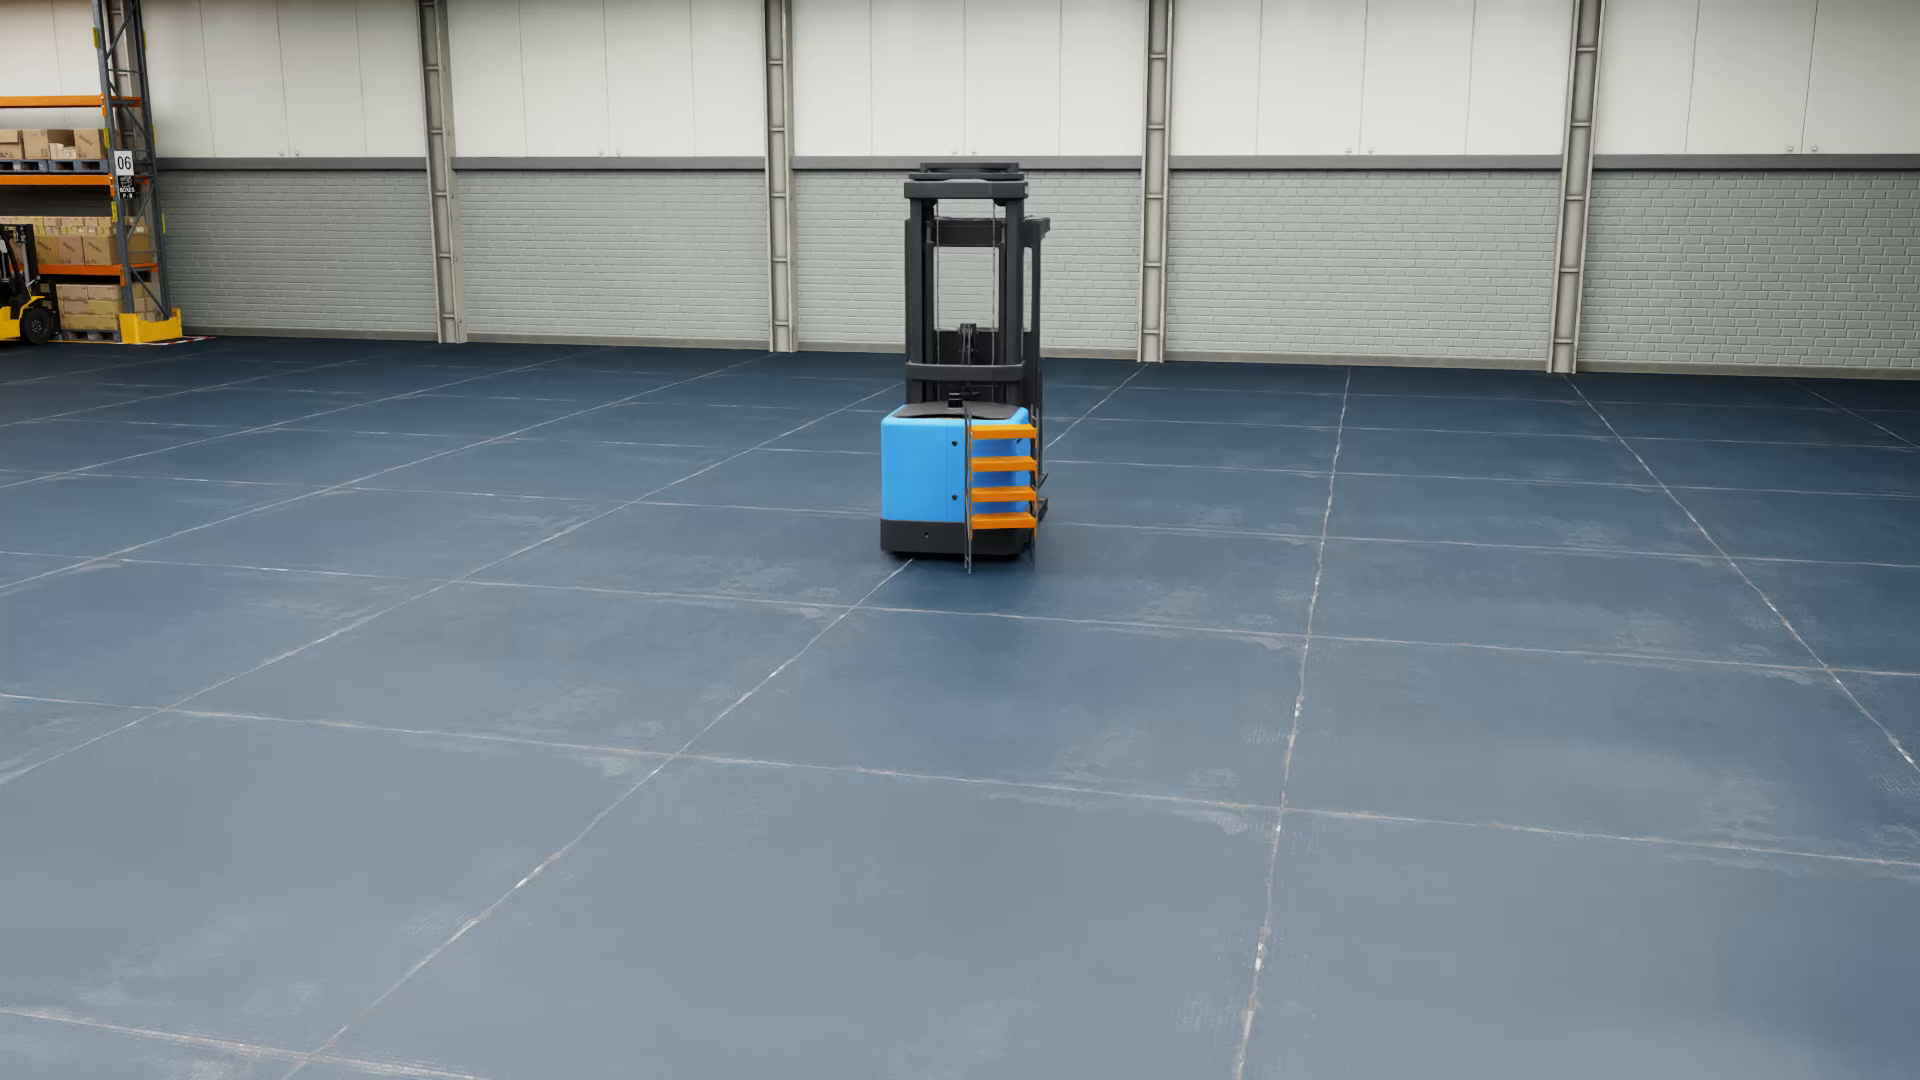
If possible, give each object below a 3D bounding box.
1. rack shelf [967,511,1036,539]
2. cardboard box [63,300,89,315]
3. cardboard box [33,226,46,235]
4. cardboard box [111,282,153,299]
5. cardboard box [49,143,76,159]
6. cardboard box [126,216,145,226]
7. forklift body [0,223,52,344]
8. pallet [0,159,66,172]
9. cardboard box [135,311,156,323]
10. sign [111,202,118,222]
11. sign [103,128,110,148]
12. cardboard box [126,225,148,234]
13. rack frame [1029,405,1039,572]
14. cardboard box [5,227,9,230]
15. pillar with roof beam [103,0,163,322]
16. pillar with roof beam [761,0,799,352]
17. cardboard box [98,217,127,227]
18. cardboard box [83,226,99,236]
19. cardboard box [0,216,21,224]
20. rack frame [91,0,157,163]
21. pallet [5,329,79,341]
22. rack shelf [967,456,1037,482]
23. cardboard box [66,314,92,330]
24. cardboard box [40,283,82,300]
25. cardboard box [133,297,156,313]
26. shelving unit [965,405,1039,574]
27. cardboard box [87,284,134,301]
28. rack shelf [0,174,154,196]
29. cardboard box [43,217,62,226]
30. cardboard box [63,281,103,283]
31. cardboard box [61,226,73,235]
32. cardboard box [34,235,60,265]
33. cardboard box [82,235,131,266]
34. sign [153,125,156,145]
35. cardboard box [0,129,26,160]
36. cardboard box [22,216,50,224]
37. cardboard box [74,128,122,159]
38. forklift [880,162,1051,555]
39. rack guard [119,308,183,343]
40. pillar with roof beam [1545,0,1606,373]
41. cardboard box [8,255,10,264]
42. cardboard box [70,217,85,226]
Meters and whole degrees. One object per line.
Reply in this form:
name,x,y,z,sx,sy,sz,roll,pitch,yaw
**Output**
rack shelf,0.300,-0.111,12.190,0.480,0.148,0.258,-2,13,-8
cardboard box,-15.089,-4.039,28.737,0.500,0.250,0.500,3,13,13
cardboard box,-15.712,-5.330,28.606,0.250,0.149,0.380,3,13,14
cardboard box,-14.479,-4.360,29.030,0.500,0.250,0.500,3,13,13
cardboard box,-15.181,-6.589,28.193,0.258,0.266,0.396,3,13,14
cardboard box,-14.332,-5.517,28.762,0.250,0.149,0.380,3,13,12
forklift body,-16.336,-4.245,27.401,1.214,2.155,2.313,3,13,14
pallet,-15.926,-6.471,28.752,1.213,0.211,1.003,3,13,14
cardboard box,-14.487,-3.874,29.147,0.500,0.250,0.500,3,13,14
sign,-14.201,-5.512,27.932,0.005,0.325,0.100,3,13,14
sign,-14.201,-6.689,27.671,0.005,0.325,0.100,3,13,14
cardboard box,-14.325,-5.382,28.838,0.250,0.149,0.380,3,13,12
rack frame,0.542,-0.378,12.165,0.015,1.200,0.240,-2,13,-8
cardboard box,-16.459,-5.373,28.798,0.250,0.149,0.380,3,13,12
pillar with roof beam,-15.549,-7.194,24.881,0.400,9.000,9.100,3,13,14
pillar with roof beam,-3.898,-6.571,22.074,0.400,9.000,9.100,3,13,14
cardboard box,-14.456,-5.429,28.365,0.250,0.149,0.380,3,13,14
cardboard box,-14.716,-5.276,28.360,0.250,0.149,0.380,3,13,14
cardboard box,-16.433,-5.534,28.835,0.250,0.149,0.380,3,13,13
rack frame,-14.057,-7.873,27.944,0.127,3.000,1.000,3,13,14
pallet,-15.991,-3.678,29.323,1.213,0.211,1.003,3,13,14
rack shelf,0.300,-0.523,12.098,0.480,0.148,0.258,-2,13,-8
cardboard box,-15.070,-3.793,28.782,0.500,0.250,0.500,3,13,14
cardboard box,-15.569,-4.303,28.773,0.500,0.250,0.500,3,13,14
cardboard box,-14.464,-4.119,29.099,0.500,0.250,0.500,3,13,15
shelving unit,0.300,-0.370,12.132,0.503,1.200,0.258,-2,13,-8
cardboard box,-14.579,-4.254,28.550,0.500,0.250,0.500,4,13,15
rack shelf,-15.999,-6.161,28.815,4.000,0.370,1.077,3,13,14
cardboard box,-15.466,-5.462,28.513,0.250,0.149,0.380,3,13,15
cardboard box,-15.448,-4.413,29.271,0.500,0.250,0.500,3,13,13
cardboard box,-15.192,-5.318,28.548,0.250,0.149,0.380,3,13,13
cardboard box,-15.597,-5.019,28.699,0.500,0.500,0.500,3,13,12
cardboard box,-14.598,-4.964,28.450,0.500,0.500,0.500,3,13,12
sign,-13.919,-6.991,28.691,0.005,0.325,0.100,3,13,14
cardboard box,-16.075,-6.797,28.582,0.637,0.503,0.797,3,13,15
cardboard box,-15.946,-5.508,28.718,0.250,0.149,0.380,3,13,14
cardboard box,-14.546,-6.683,28.075,0.500,0.500,0.500,3,13,15
forklift,0.143,-1.585,13.611,1.130,2.935,3.031,2,13,9
rack guard,-14.034,-3.723,28.859,0.348,0.500,1.175,3,13,14
pillar with roof beam,7.752,-5.948,19.267,0.400,9.000,9.100,3,13,14
cardboard box,-16.571,-5.073,28.944,0.500,0.500,0.500,3,13,13
cardboard box,-14.963,-5.444,28.429,0.250,0.149,0.380,3,13,15
